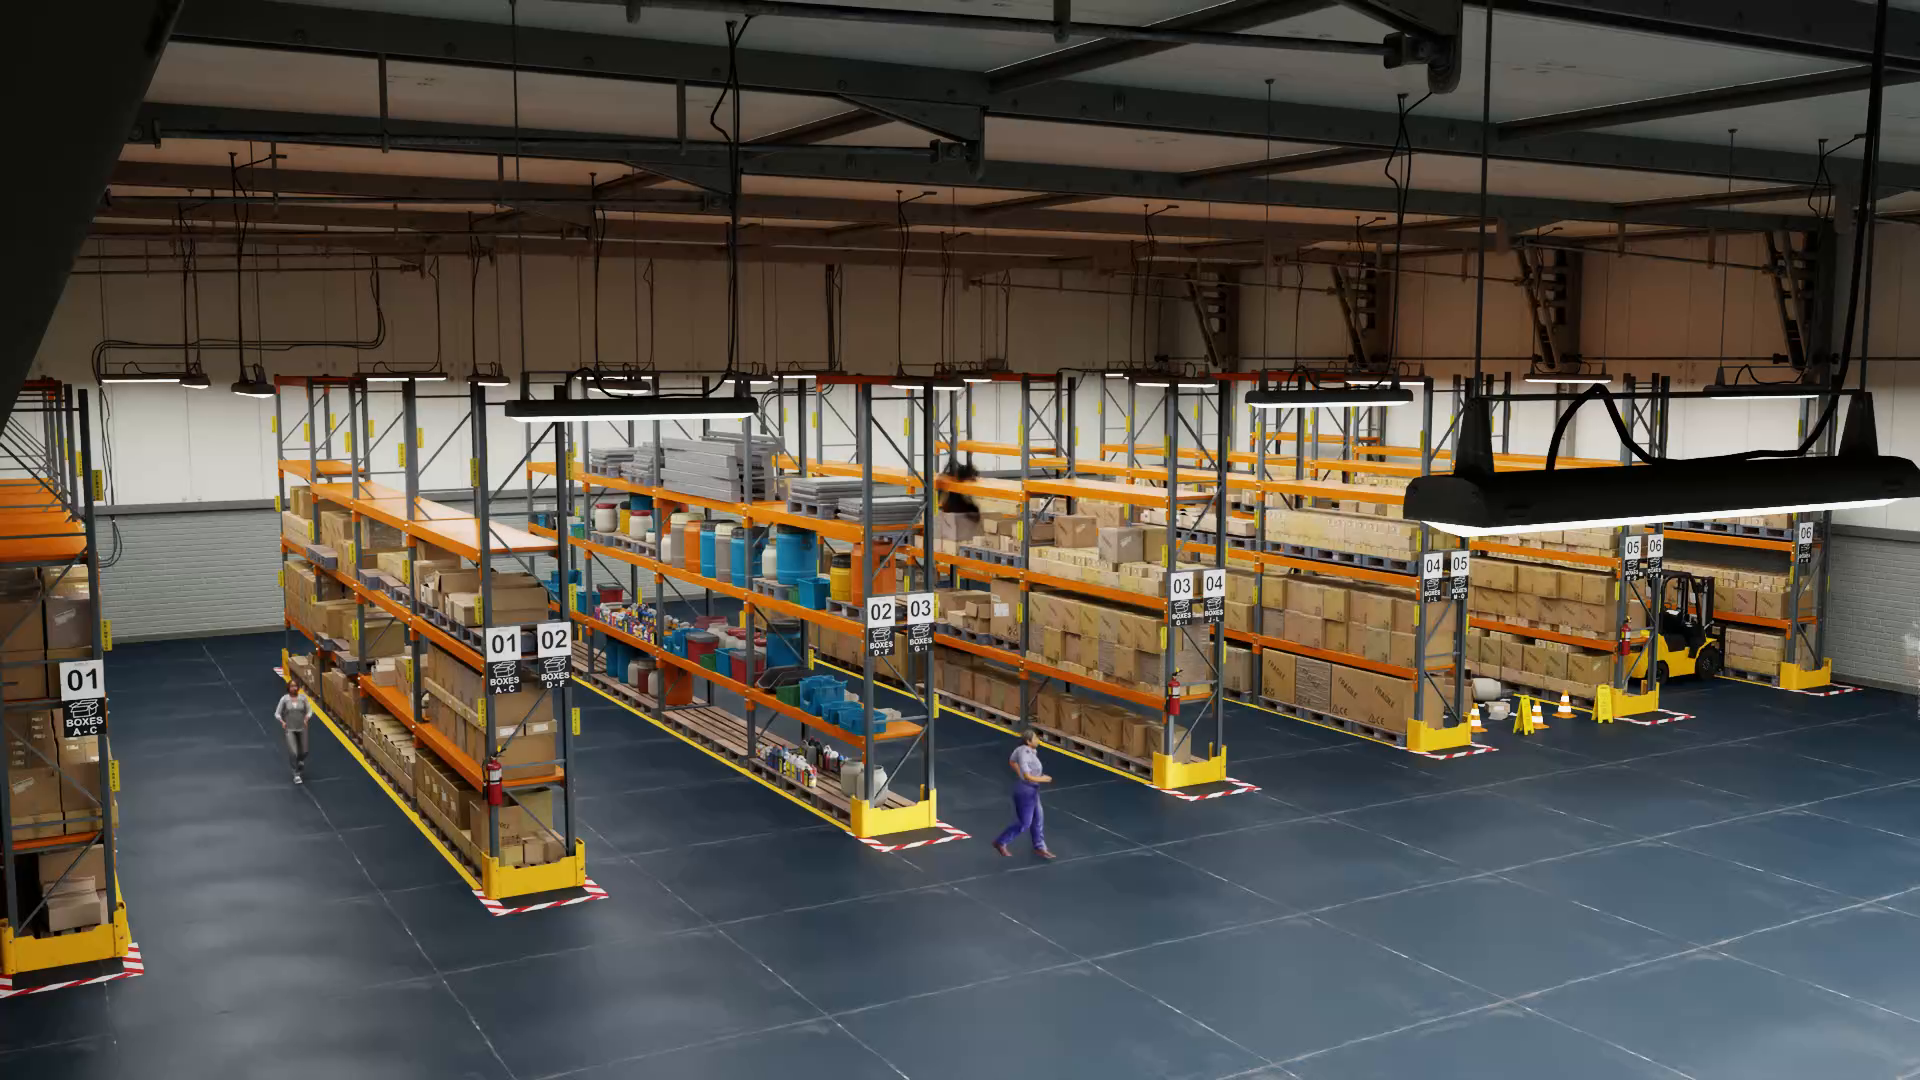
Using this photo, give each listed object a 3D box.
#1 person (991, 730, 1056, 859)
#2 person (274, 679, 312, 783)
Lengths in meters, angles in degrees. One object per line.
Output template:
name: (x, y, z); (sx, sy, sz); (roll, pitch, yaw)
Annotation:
person: (0.808, 3.225, 21.020); (0.825, 1.681, 0.626); (0, 6, -1)
person: (-9.959, 2.842, 24.881); (0.535, 1.548, 0.567); (-3, 7, -28)
